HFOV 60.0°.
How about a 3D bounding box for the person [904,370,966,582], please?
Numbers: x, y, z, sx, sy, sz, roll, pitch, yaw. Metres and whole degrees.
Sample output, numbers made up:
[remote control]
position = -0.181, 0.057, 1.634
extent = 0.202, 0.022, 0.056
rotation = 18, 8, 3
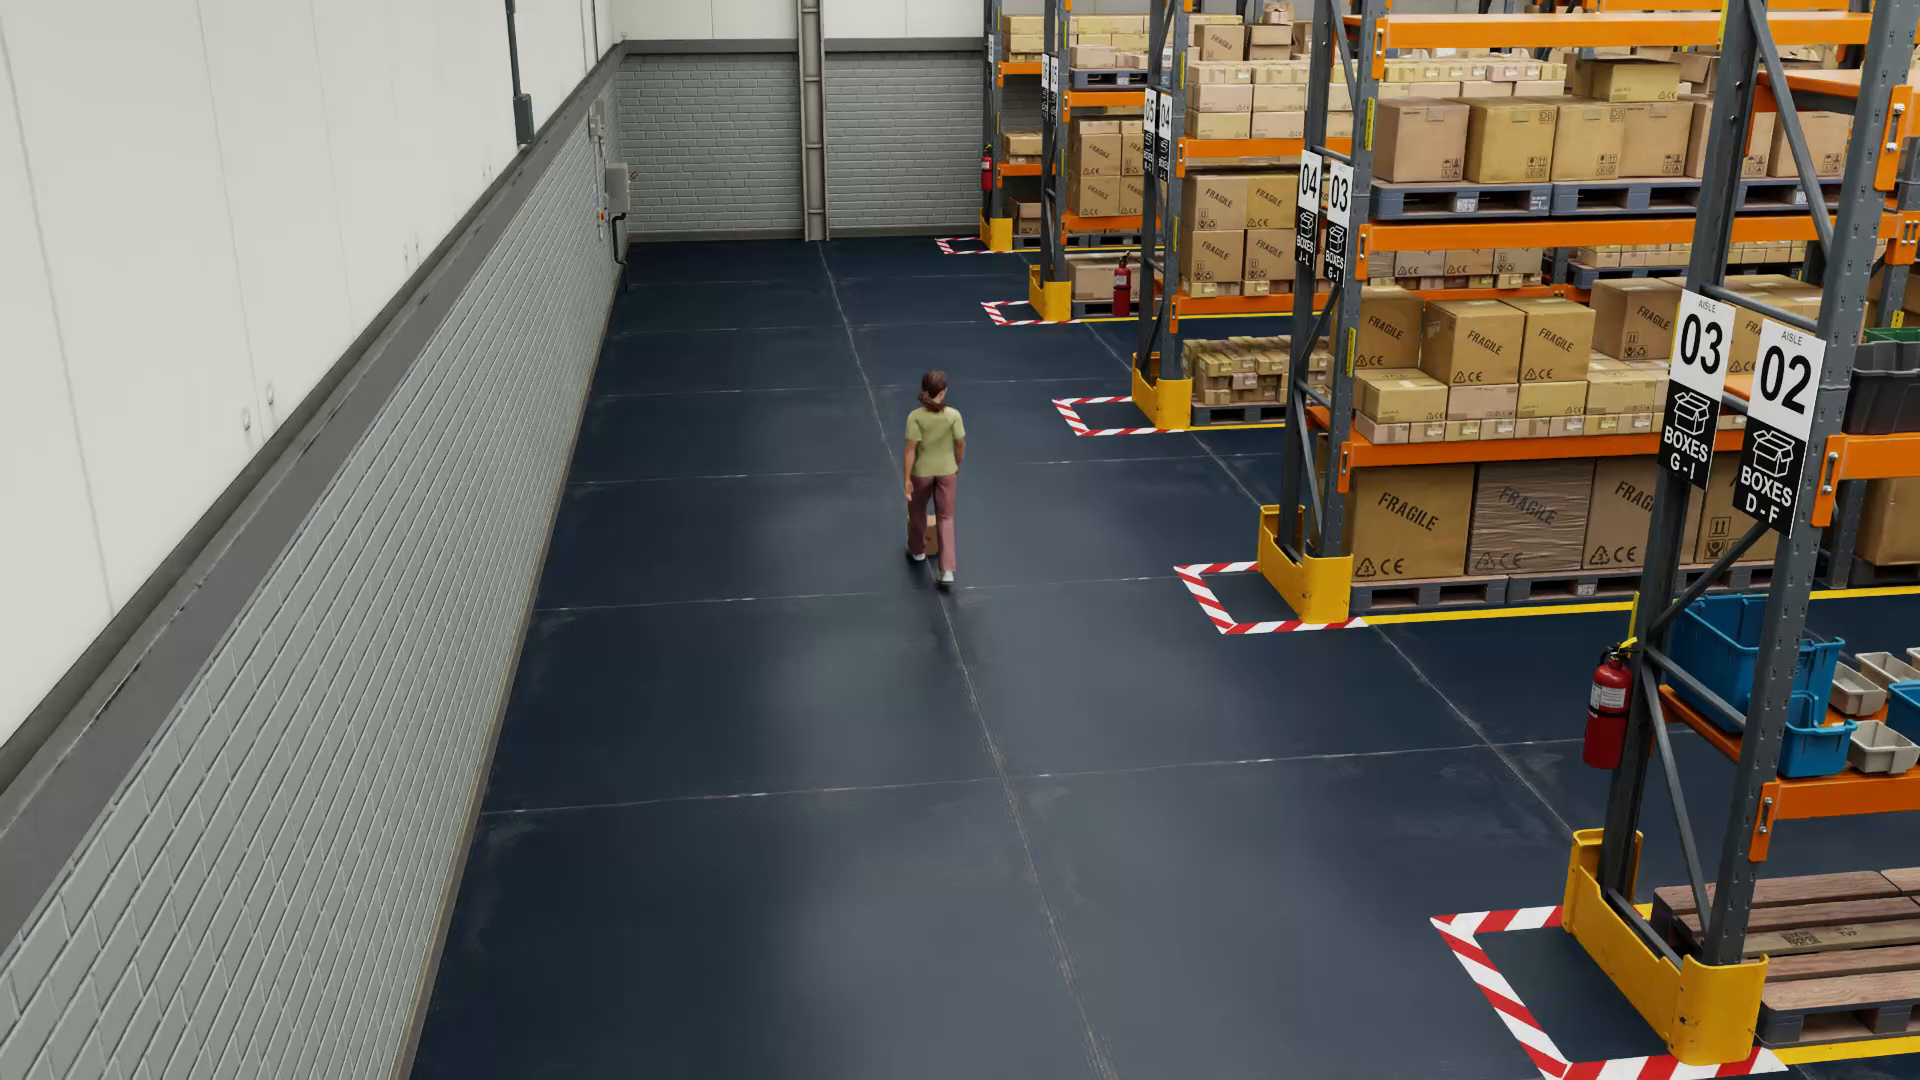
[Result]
[person]
position = -0.206, -0.534, 12.562
extent = 0.470, 1.616, 0.961
rotation = -2, 20, -6
